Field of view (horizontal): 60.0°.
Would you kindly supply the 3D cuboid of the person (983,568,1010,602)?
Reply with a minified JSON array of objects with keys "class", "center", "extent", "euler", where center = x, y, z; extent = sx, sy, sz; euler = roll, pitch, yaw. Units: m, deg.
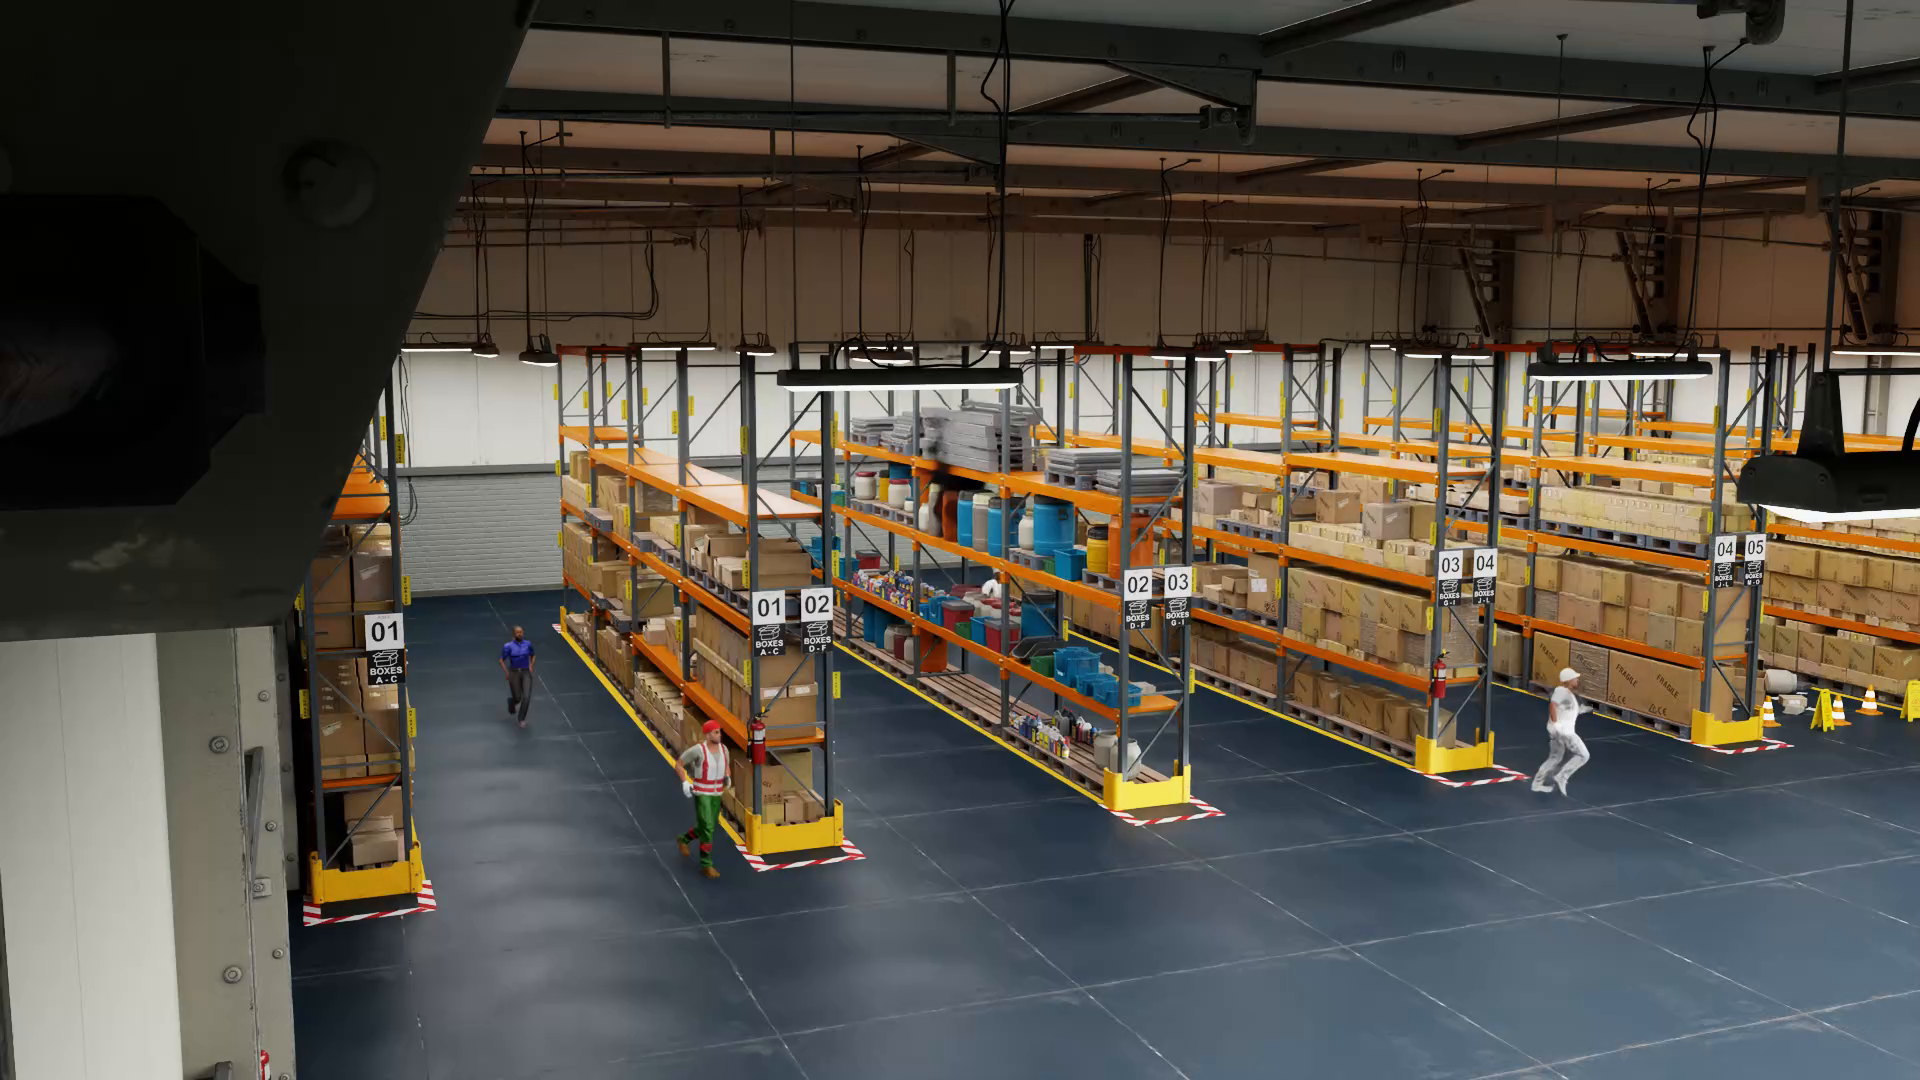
[{"class":"person","center":[0.718,1.260,32.491],"extent":[0.677,1.538,1.051],"euler":[-4,8,-27]}]

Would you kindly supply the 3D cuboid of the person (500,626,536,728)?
[{"class":"person","center":[-7.070,2.167,26.664],"extent":[0.582,1.618,0.578],"euler":[-4,8,-29]}]

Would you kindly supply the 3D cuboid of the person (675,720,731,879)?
[{"class":"person","center":[-2.992,2.994,19.568],"extent":[0.899,1.776,0.707],"euler":[7,10,42]}]

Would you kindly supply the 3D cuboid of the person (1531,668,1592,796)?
[{"class":"person","center":[8.157,2.600,22.513],"extent":[0.766,1.744,0.662],"euler":[1,7,5]}]
